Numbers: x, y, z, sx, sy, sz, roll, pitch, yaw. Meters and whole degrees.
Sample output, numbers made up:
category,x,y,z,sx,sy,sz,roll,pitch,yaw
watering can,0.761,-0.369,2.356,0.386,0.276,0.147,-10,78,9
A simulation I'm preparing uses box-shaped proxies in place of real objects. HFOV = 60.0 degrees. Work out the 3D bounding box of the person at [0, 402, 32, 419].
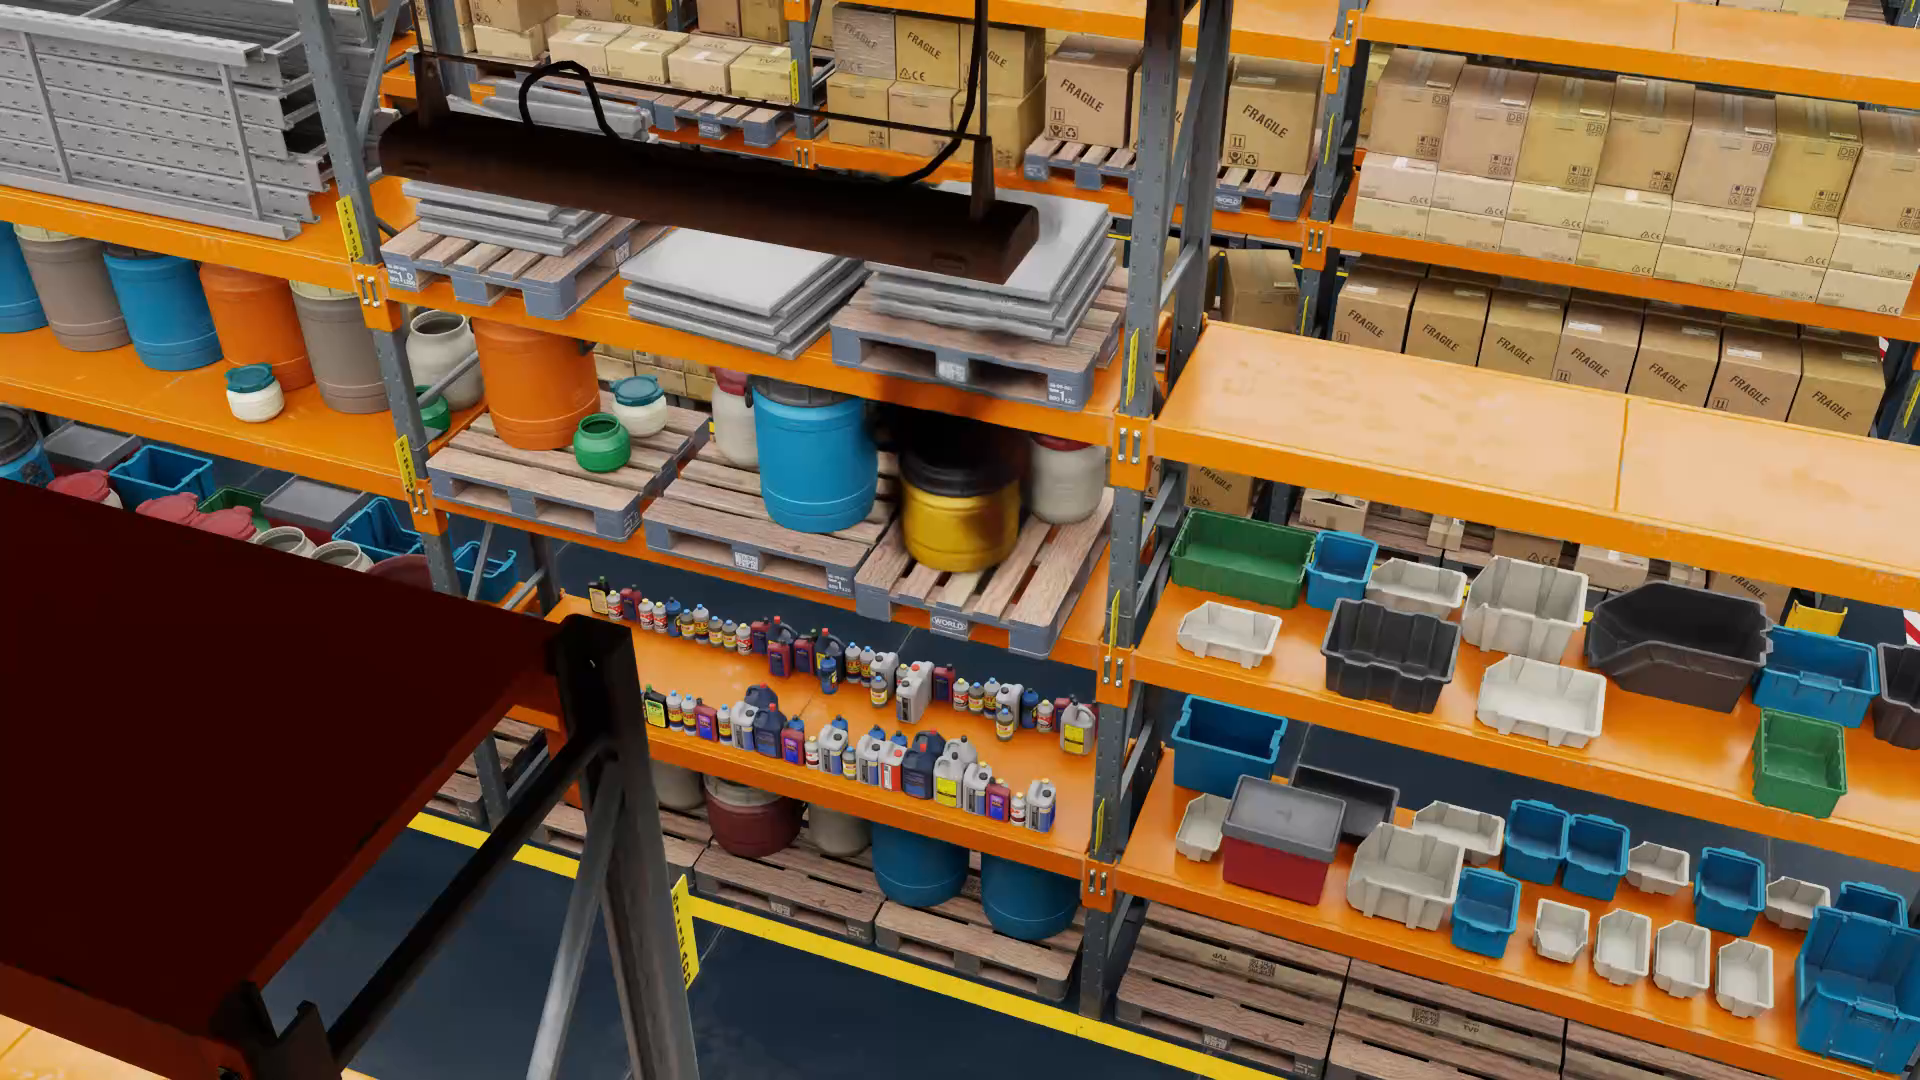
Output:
category,x,y,z,sx,sy,sz,roll,pitch,yaw
person,-7.670,-1.171,13.448,0.966,1.763,0.654,12,38,15
